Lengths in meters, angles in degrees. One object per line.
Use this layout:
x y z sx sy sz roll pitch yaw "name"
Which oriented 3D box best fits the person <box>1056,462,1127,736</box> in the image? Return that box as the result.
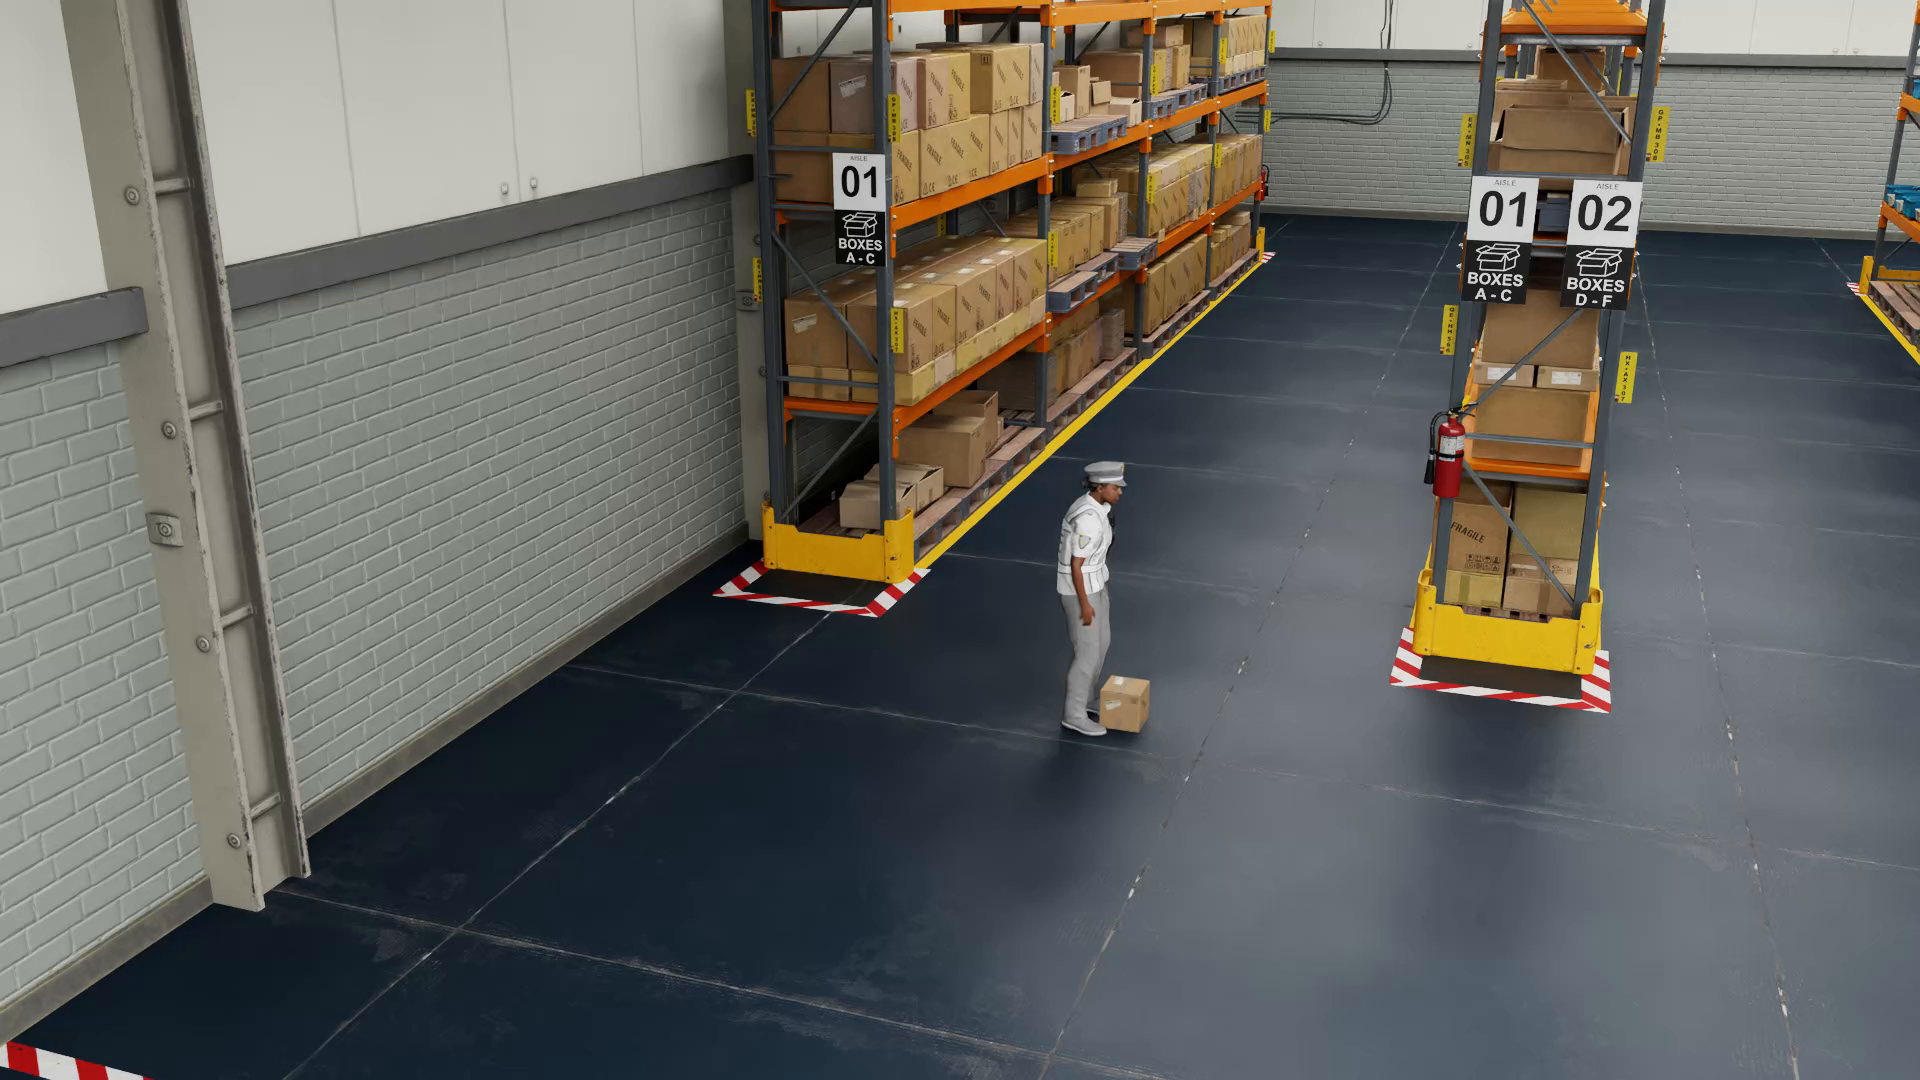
0.788 0.327 10.105 0.395 1.656 0.512 6 20 16 "person"
